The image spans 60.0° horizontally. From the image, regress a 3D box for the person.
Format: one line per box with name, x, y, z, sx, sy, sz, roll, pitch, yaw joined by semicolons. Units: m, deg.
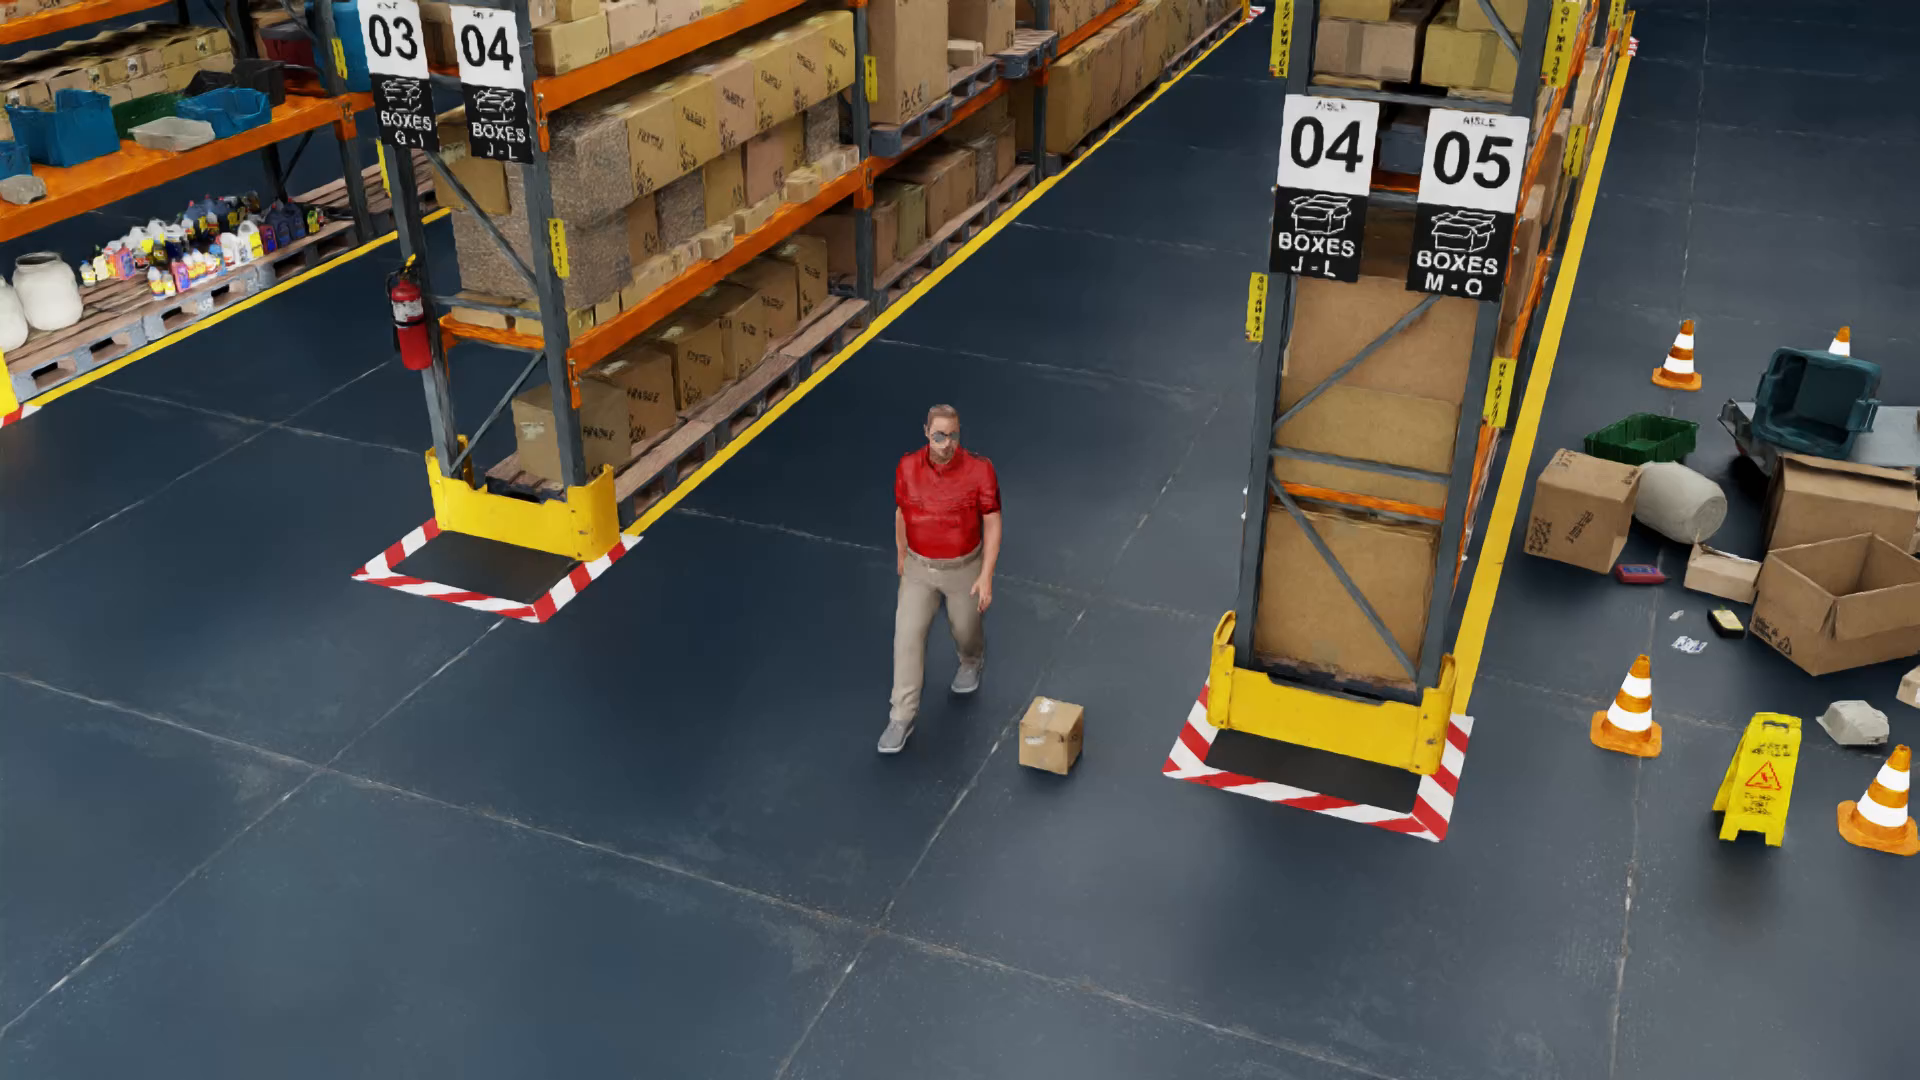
person;-0.085;0.253;8.184;0.541;1.483;0.915;5;30;10
